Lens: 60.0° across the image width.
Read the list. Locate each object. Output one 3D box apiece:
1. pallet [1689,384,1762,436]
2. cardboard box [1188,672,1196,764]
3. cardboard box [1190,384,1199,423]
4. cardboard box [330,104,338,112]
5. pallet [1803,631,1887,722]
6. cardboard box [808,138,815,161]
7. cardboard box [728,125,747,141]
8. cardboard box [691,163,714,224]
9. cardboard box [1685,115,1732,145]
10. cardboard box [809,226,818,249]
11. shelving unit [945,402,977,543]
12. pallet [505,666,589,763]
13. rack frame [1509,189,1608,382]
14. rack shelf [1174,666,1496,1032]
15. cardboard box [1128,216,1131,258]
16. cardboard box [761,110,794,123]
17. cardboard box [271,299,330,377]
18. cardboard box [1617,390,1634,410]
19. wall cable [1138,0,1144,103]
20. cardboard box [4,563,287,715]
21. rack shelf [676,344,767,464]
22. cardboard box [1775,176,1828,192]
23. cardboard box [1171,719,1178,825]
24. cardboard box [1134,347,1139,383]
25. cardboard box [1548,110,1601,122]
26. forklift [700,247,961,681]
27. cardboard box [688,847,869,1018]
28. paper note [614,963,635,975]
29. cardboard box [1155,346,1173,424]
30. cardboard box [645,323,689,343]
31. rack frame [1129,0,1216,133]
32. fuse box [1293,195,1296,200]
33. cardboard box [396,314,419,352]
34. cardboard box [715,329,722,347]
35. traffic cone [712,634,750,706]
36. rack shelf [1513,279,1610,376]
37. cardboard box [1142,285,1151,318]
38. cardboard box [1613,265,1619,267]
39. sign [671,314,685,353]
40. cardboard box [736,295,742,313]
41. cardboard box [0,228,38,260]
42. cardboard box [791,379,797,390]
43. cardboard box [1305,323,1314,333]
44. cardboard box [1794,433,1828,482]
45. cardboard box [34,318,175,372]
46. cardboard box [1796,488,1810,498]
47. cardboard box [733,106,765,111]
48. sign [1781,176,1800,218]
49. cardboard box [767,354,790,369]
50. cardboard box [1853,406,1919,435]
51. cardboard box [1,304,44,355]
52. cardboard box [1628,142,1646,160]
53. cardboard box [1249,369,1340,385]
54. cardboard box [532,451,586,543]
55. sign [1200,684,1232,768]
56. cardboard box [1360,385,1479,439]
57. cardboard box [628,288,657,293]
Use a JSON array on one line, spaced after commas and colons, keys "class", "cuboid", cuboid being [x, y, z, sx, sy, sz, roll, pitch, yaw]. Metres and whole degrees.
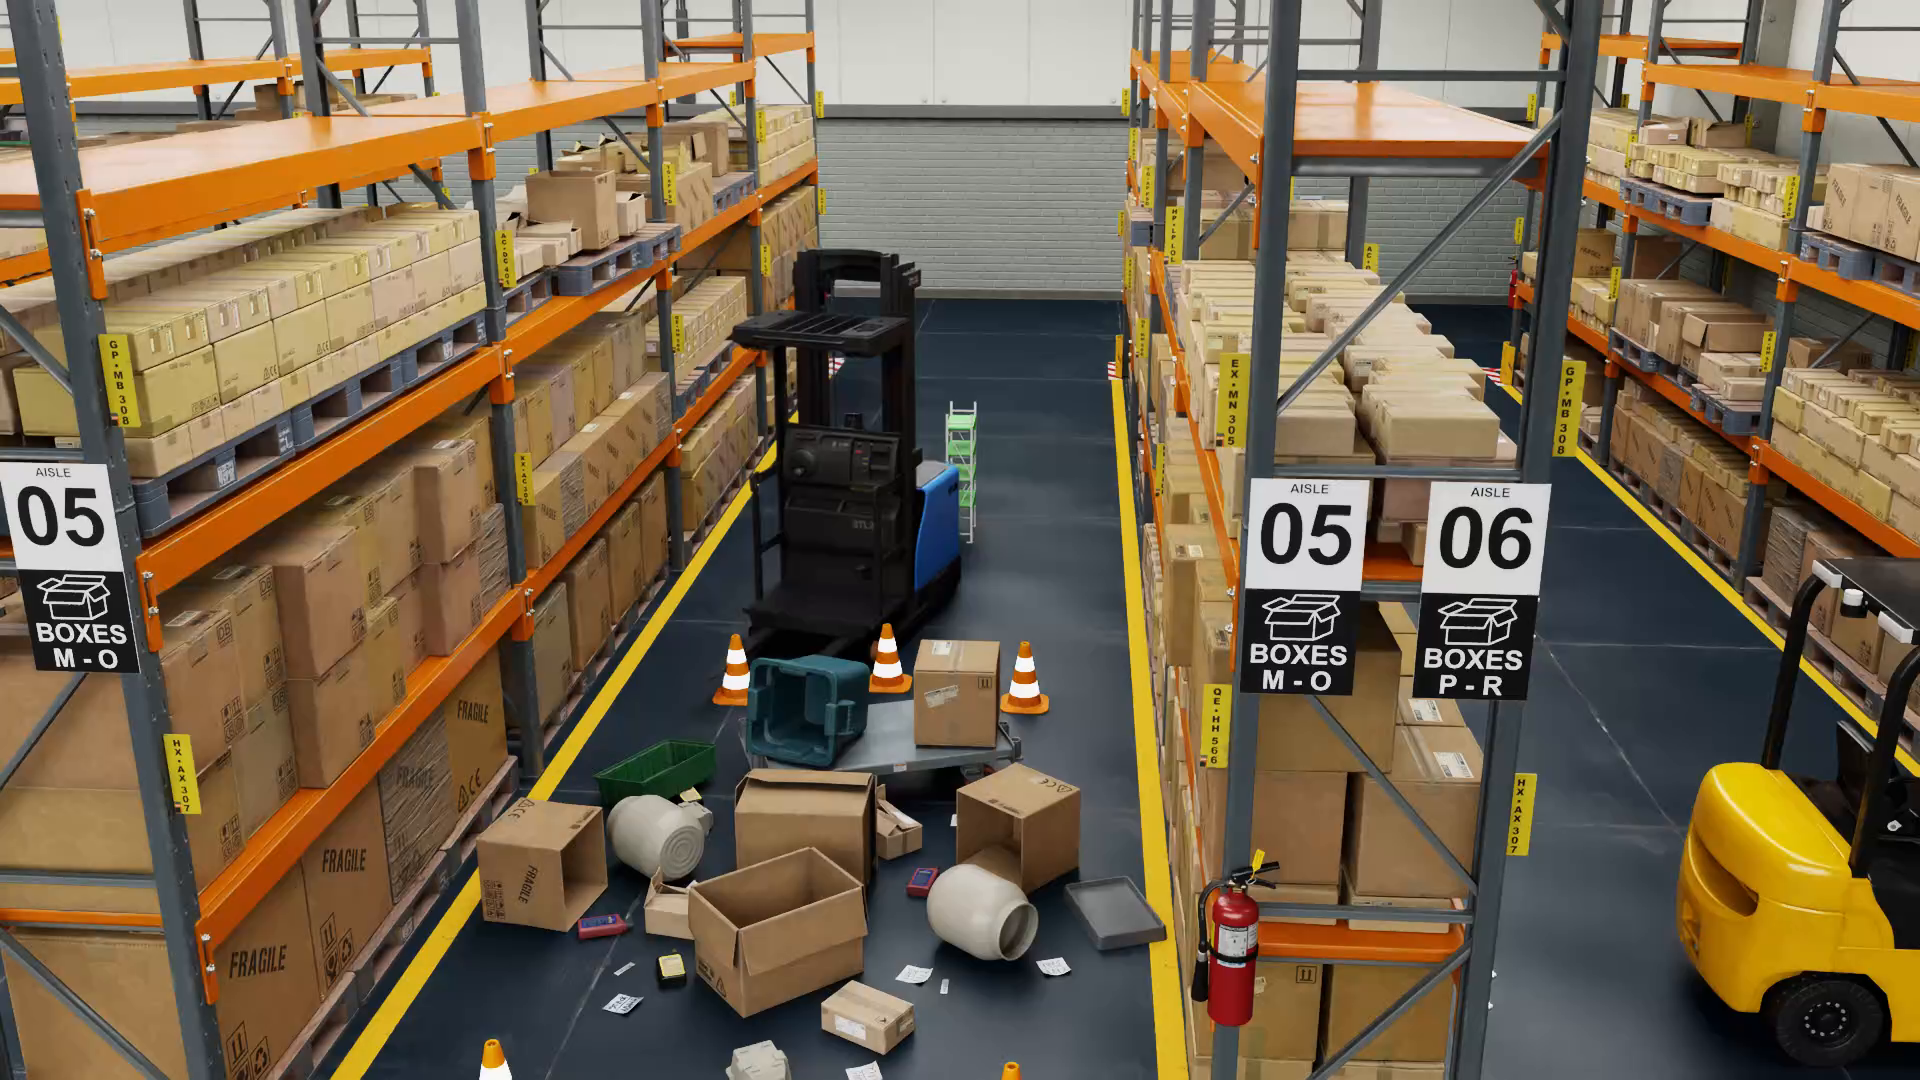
[{"class": "pallet", "cuboid": [6.980, -1.103, 14.108, 1.213, 0.211, 1.003, 1, 18, 4]}, {"class": "cardboard box", "cuboid": [1.321, 0.718, 7.603, 0.500, 0.500, 0.500, 1, 18, 4]}, {"class": "cardboard box", "cuboid": [1.317, -0.666, 8.052, 0.380, 0.149, 0.250, 1, 18, 3]}, {"class": "cardboard box", "cuboid": [-7.508, -4.687, 18.924, 0.700, 0.500, 0.500, 2, 18, 7]}, {"class": "pallet", "cuboid": [6.813, 0.975, 11.935, 1.003, 0.211, 1.213, 1, 18, 4]}, {"class": "cardboard box", "cuboid": [-2.090, -4.863, 20.697, 0.500, 0.250, 0.500, 1, 18, 3]}, {"class": "cardboard box", "cuboid": [-2.345, -4.280, 17.474, 0.380, 0.149, 0.250, 1, 18, 3]}, {"class": "cardboard box", "cuboid": [-2.529, -3.127, 14.997, 0.500, 0.500, 0.500, 1, 18, 4]}, {"class": "cardboard box", "cuboid": [7.335, -4.020, 16.308, 0.396, 0.266, 0.258, 1, 18, 3]}, {"class": "cardboard box", "cuboid": [-2.096, -3.699, 21.085, 0.500, 0.500, 0.500, 2, 18, 5]}, {"class": "shelving unit", "cuboid": [0.012, -0.622, 15.220, 0.258, 1.200, 0.503, 1, 18, 4]}, {"class": "pallet", "cuboid": [-3.201, 1.155, 11.387, 1.003, 0.211, 1.213, 1, 18, 4]}, {"class": "rack frame", "cuboid": [7.575, -3.467, 21.014, 1.000, 3.000, 0.127, 1, 18, 4]}, {"class": "rack shelf", "cuboid": [1.620, 1.113, 8.191, 1.077, 0.370, 4.000, 1, 18, 4]}, {"class": "cardboard box", "cuboid": [2.211, -3.481, 19.290, 0.500, 0.500, 0.500, 1, 18, 4]}, {"class": "cardboard box", "cuboid": [-2.174, -5.011, 19.707, 0.380, 0.149, 0.250, 1, 18, 3]}, {"class": "cardboard box", "cuboid": [-3.107, -0.888, 7.253, 0.500, 0.250, 0.500, 1, 18, 3]}, {"class": "cardboard box", "cuboid": [6.997, -1.439, 17.124, 0.380, 0.149, 0.250, 2, 18, 7]}, {"class": "wall cable", "cuboid": [2.750, -8.201, 25.825, 0.463, 3.000, 0.029, 1, 18, 4]}, {"class": "cardboard box", "cuboid": [-3.455, 0.442, 7.110, 0.875, 0.550, 0.550, 1, 18, 4]}, {"class": "rack shelf", "cuboid": [-2.751, -1.451, 16.015, 1.077, 0.370, 4.000, 1, 18, 4]}, {"class": "cardboard box", "cuboid": [6.855, -2.860, 13.467, 0.380, 0.149, 0.250, 1, 18, 2]}, {"class": "cardboard box", "cuboid": [1.425, 1.245, 9.171, 0.500, 0.500, 0.500, 2, 18, 6]}, {"class": "cardboard box", "cuboid": [1.909, -1.658, 15.733, 0.500, 0.250, 0.500, 1, 18, 3]}, {"class": "cardboard box", "cuboid": [7.237, -4.911, 19.562, 0.500, 0.250, 0.500, 1, 18, 4]}, {"class": "forklift", "cuboid": [-0.977, -0.621, 12.438, 1.130, 2.935, 3.031, 7, 19, 19]}, {"class": "cardboard box", "cuboid": [-0.923, 1.977, 8.409, 0.797, 0.503, 0.637, -13, 22, -34]}, {"class": "paper note", "cuboid": [-1.720, 2.198, 8.525, 0.032, 0.001, 0.123, 12, 22, 32]}, {"class": "cardboard box", "cuboid": [1.757, -1.184, 12.733, 0.500, 0.500, 0.500, 2, 18, 7]}, {"class": "cardboard box", "cuboid": [-2.629, -1.833, 14.800, 0.380, 0.149, 0.250, 1, 18, 4]}, {"class": "rack frame", "cuboid": [2.624, -6.428, 20.415, 1.000, 3.000, 0.127, 1, 18, 4]}, {"class": "fuse box", "cuboid": [5.089, -4.624, 26.614, 0.539, 1.711, 0.414, 1, 18, 4]}, {"class": "cardboard box", "cuboid": [-2.961, -1.046, 8.377, 0.380, 0.149, 0.250, 2, 18, 5]}, {"class": "cardboard box", "cuboid": [-2.529, -1.961, 16.148, 0.380, 0.149, 0.250, 2, 18, 6]}, {"class": "traffic cone", "cuboid": [-1.579, 0.894, 11.779, 0.336, 0.463, 0.334, 1, 18, 4]}, {"class": "rack shelf", "cuboid": [7.431, -2.504, 19.230, 1.077, 0.370, 4.000, 1, 18, 4]}, {"class": "cardboard box", "cuboid": [1.855, -1.941, 14.589, 0.500, 0.500, 0.500, 2, 18, 5]}, {"class": "cardboard box", "cuboid": [7.728, -3.075, 19.579, 0.500, 0.250, 0.500, 2, 18, 6]}, {"class": "sign", "cuboid": [-2.341, -1.710, 13.792, 0.100, 0.325, 0.005, 1, 18, 4]}, {"class": "cardboard box", "cuboid": [-2.457, -2.425, 17.086, 0.380, 0.149, 0.250, 1, 18, 4]}, {"class": "cardboard box", "cuboid": [-7.646, -2.360, 13.059, 0.500, 0.250, 0.500, 1, 18, 4]}, {"class": "cardboard box", "cuboid": [-2.173, -1.928, 20.222, 0.380, 0.149, 0.250, 2, 18, 5]}, {"class": "cardboard box", "cuboid": [1.914, -0.887, 8.086, 0.500, 0.250, 0.500, 1, 18, 3]}, {"class": "cardboard box", "cuboid": [6.685, -0.623, 12.574, 0.500, 0.250, 0.500, 1, 18, 3]}, {"class": "cardboard box", "cuboid": [-3.126, -0.715, 6.086, 0.380, 0.149, 0.250, 1, 18, 5]}, {"class": "cardboard box", "cuboid": [7.350, -0.458, 14.127, 0.380, 0.149, 0.250, 2, 18, 7]}, {"class": "cardboard box", "cuboid": [-2.607, -5.263, 20.475, 0.380, 0.149, 0.250, 2, 18, 6]}, {"class": "sign", "cuboid": [6.460, -2.666, 12.923, 0.100, 0.325, 0.005, 1, 18, 4]}, {"class": "cardboard box", "cuboid": [-2.239, -2.128, 19.877, 0.380, 0.149, 0.250, 1, 18, 4]}, {"class": "cardboard box", "cuboid": [6.603, -0.845, 11.809, 0.380, 0.149, 0.250, 2, 18, 5]}, {"class": "cardboard box", "cuboid": [-3.763, -0.808, 6.371, 0.380, 0.149, 0.250, 1, 18, 4]}, {"class": "cardboard box", "cuboid": [6.829, -3.836, 16.414, 0.380, 0.149, 0.250, 2, 18, 6]}, {"class": "cardboard box", "cuboid": [1.263, -0.563, 6.457, 0.380, 0.149, 0.250, 1, 18, 3]}, {"class": "cardboard box", "cuboid": [-2.840, -0.291, 11.159, 0.500, 0.500, 0.500, 1, 18, 4]}, {"class": "sign", "cuboid": [0.925, 0.673, 6.011, 0.100, 0.325, 0.005, 1, 18, 4]}, {"class": "cardboard box", "cuboid": [1.708, -0.477, 6.194, 0.380, 0.149, 0.250, 1, 18, 4]}, {"class": "cardboard box", "cuboid": [-3.150, -2.421, 16.594, 0.380, 0.149, 0.250, 1, 18, 3]}]
